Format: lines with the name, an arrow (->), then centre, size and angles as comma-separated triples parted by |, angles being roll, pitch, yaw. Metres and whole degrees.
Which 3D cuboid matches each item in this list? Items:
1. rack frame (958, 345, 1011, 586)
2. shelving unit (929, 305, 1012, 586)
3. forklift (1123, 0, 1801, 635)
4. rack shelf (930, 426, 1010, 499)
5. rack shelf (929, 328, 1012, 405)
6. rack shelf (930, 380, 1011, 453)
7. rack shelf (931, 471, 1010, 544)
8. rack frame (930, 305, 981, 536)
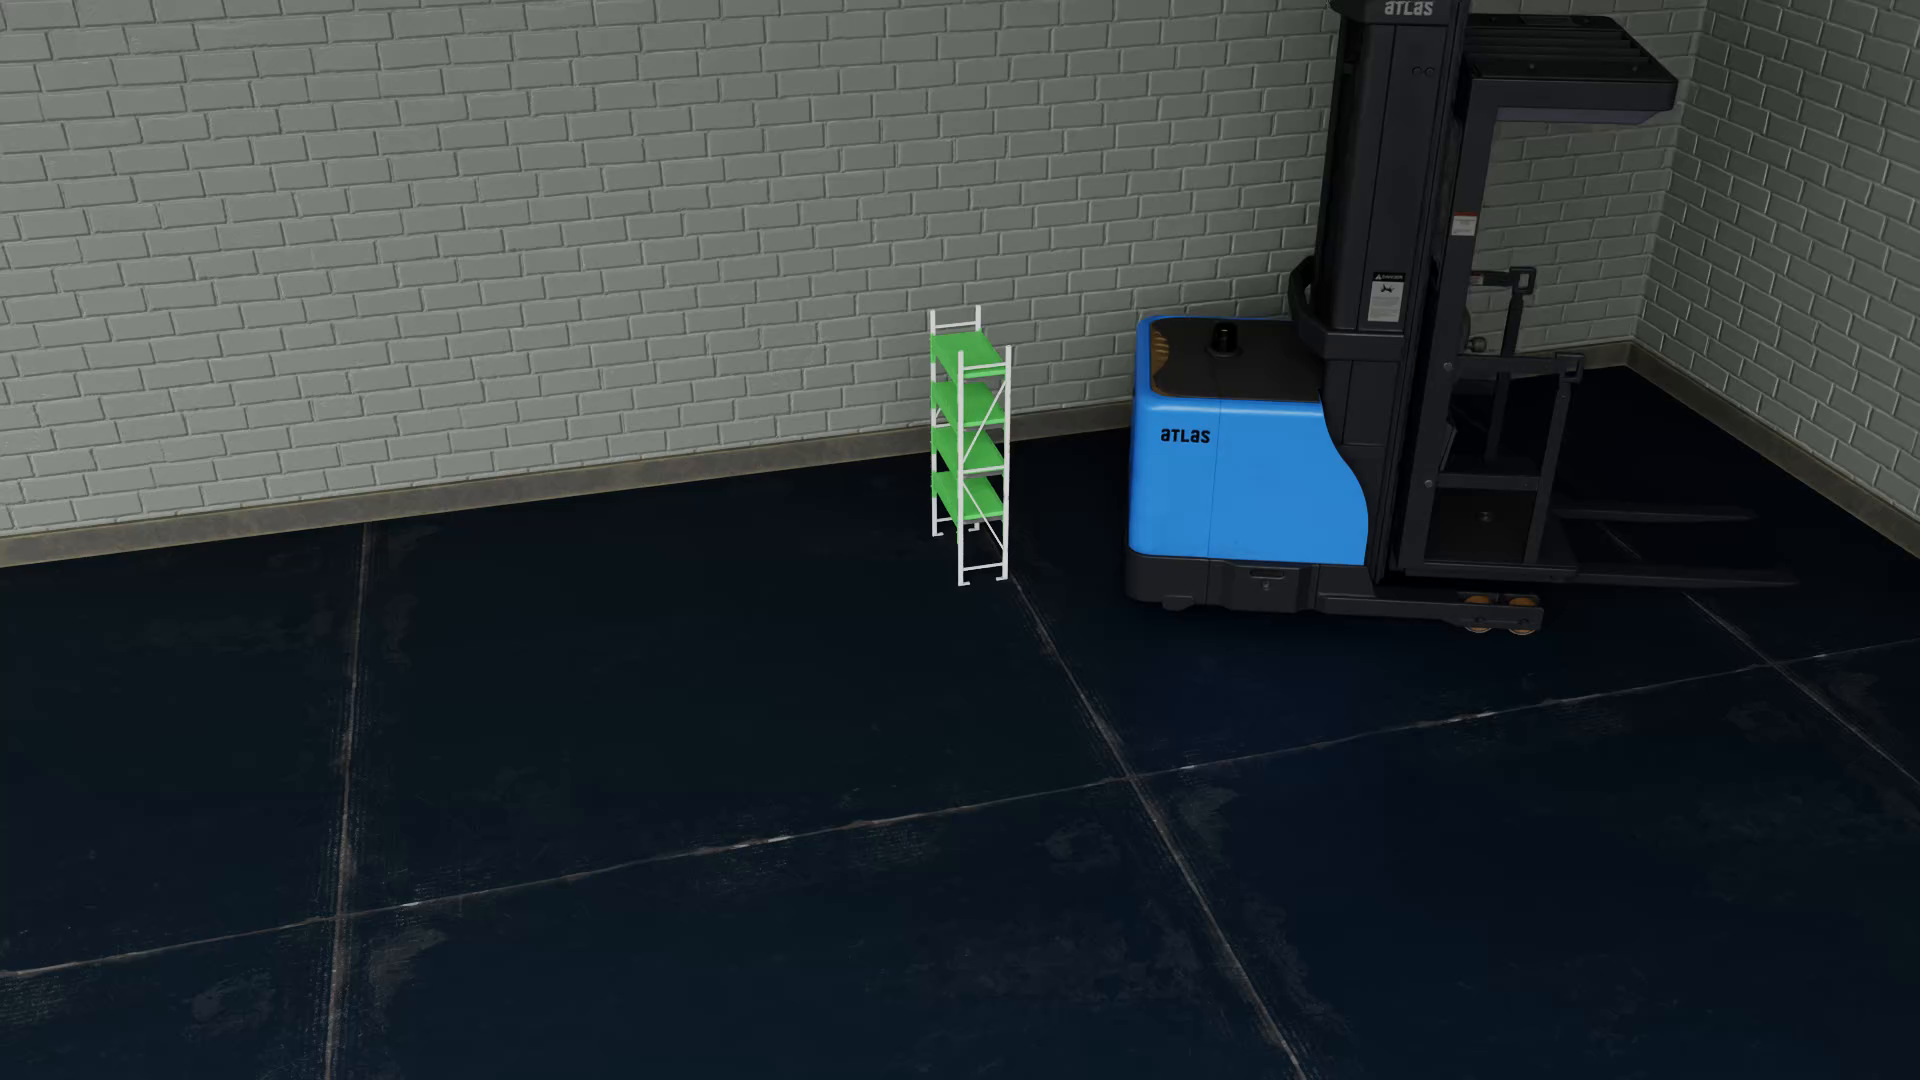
rack frame -> 0.109, -0.321, 7.608 | 0.240, 1.200, 0.015 | -8, 31, -13
shelving unit -> 0.044, -0.439, 7.811 | 0.258, 1.200, 0.503 | -8, 31, -13
forklift -> 2.303, -1.119, 7.258 | 3.031, 2.935, 1.130 | 3, 30, 5
rack shelf -> 0.044, -0.384, 7.843 | 0.258, 0.148, 0.480 | -8, 31, -13
rack shelf -> 0.044, -0.799, 7.603 | 0.258, 0.148, 0.480 | -8, 31, -13
rack shelf -> 0.044, -0.592, 7.723 | 0.258, 0.148, 0.480 | -8, 31, -13
rack shelf -> 0.044, -0.176, 7.964 | 0.258, 0.148, 0.480 | -8, 31, -13
rack frame -> -0.021, -0.557, 8.015 | 0.240, 1.200, 0.015 | -8, 31, -13
